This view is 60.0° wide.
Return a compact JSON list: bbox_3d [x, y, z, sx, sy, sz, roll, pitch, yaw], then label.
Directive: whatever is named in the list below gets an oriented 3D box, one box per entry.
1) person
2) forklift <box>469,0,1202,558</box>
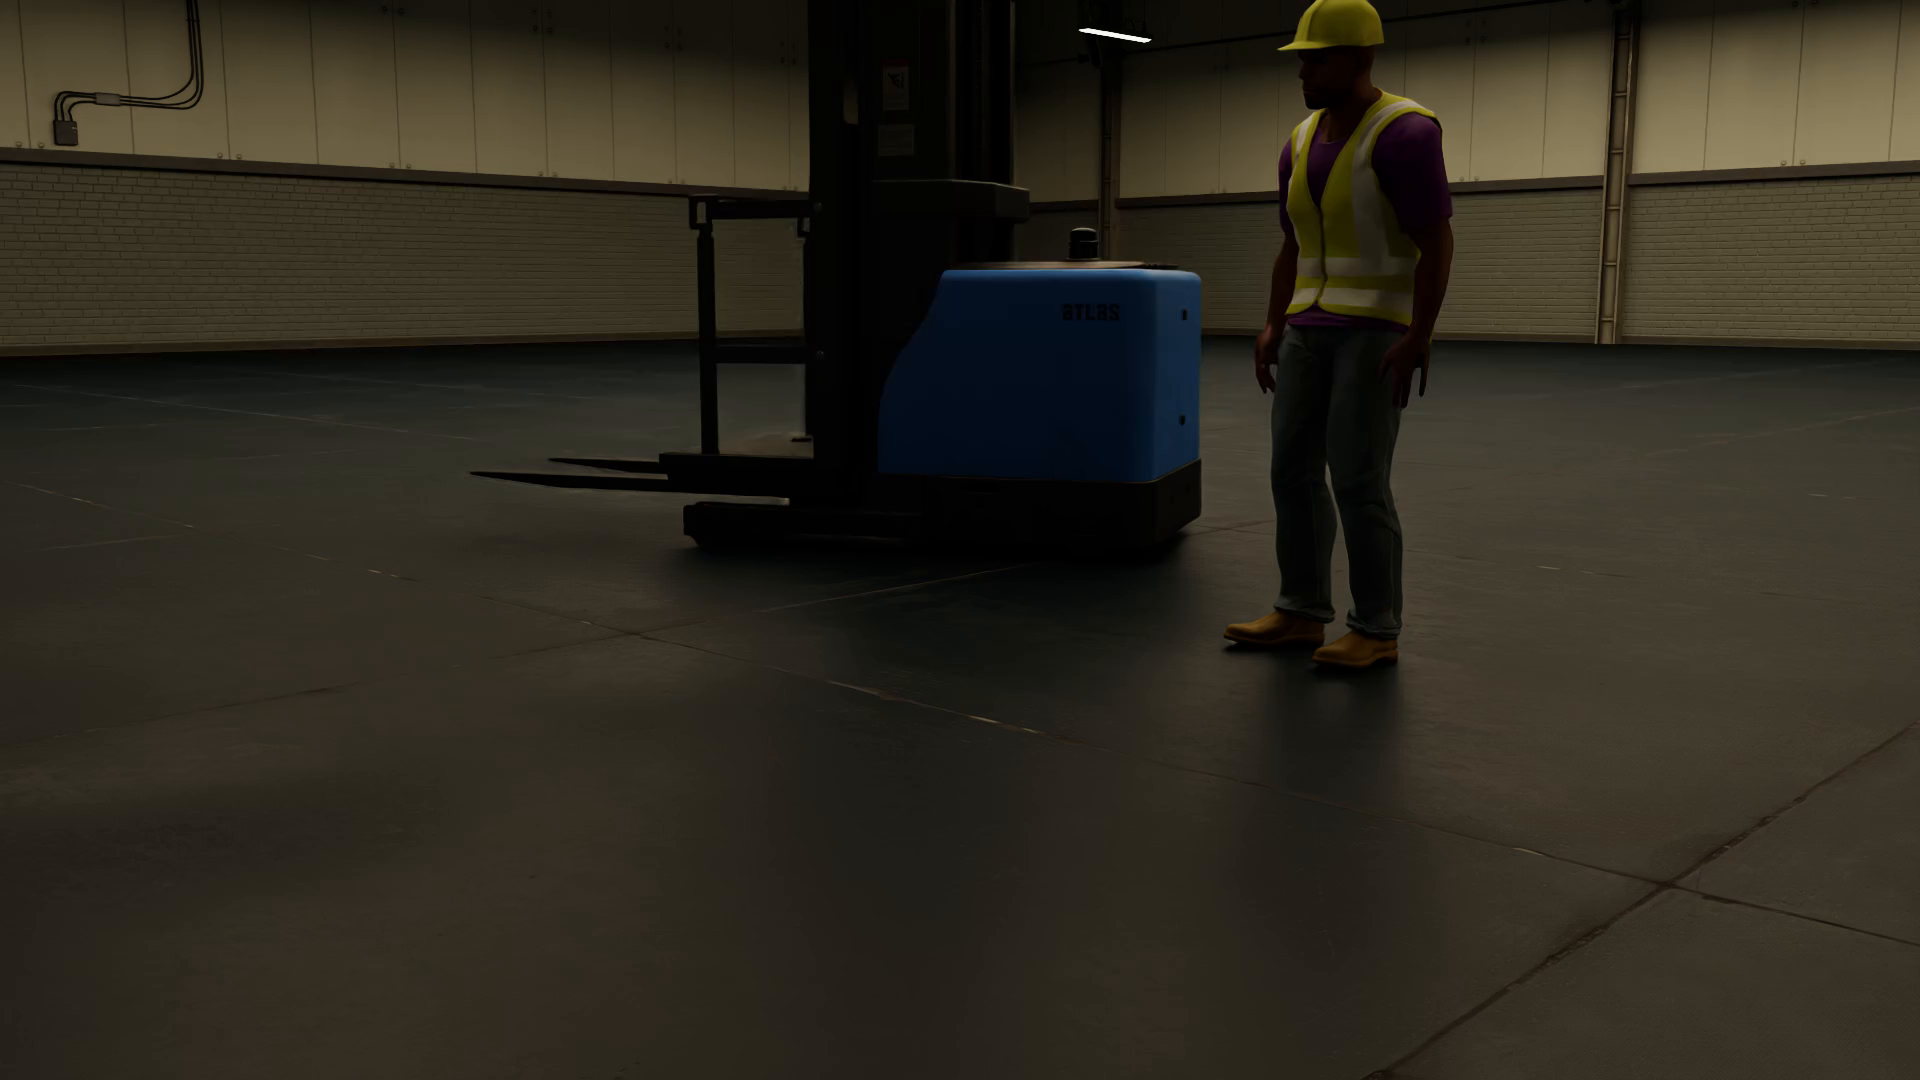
[{"bbox_3d":[1.023,-0.548,4.474,0.458,1.756,0.643,-5,10,-28],"label":"person"},{"bbox_3d":[-0.573,-1.492,6.780,3.031,2.935,1.130,3,9,19],"label":"forklift"}]
